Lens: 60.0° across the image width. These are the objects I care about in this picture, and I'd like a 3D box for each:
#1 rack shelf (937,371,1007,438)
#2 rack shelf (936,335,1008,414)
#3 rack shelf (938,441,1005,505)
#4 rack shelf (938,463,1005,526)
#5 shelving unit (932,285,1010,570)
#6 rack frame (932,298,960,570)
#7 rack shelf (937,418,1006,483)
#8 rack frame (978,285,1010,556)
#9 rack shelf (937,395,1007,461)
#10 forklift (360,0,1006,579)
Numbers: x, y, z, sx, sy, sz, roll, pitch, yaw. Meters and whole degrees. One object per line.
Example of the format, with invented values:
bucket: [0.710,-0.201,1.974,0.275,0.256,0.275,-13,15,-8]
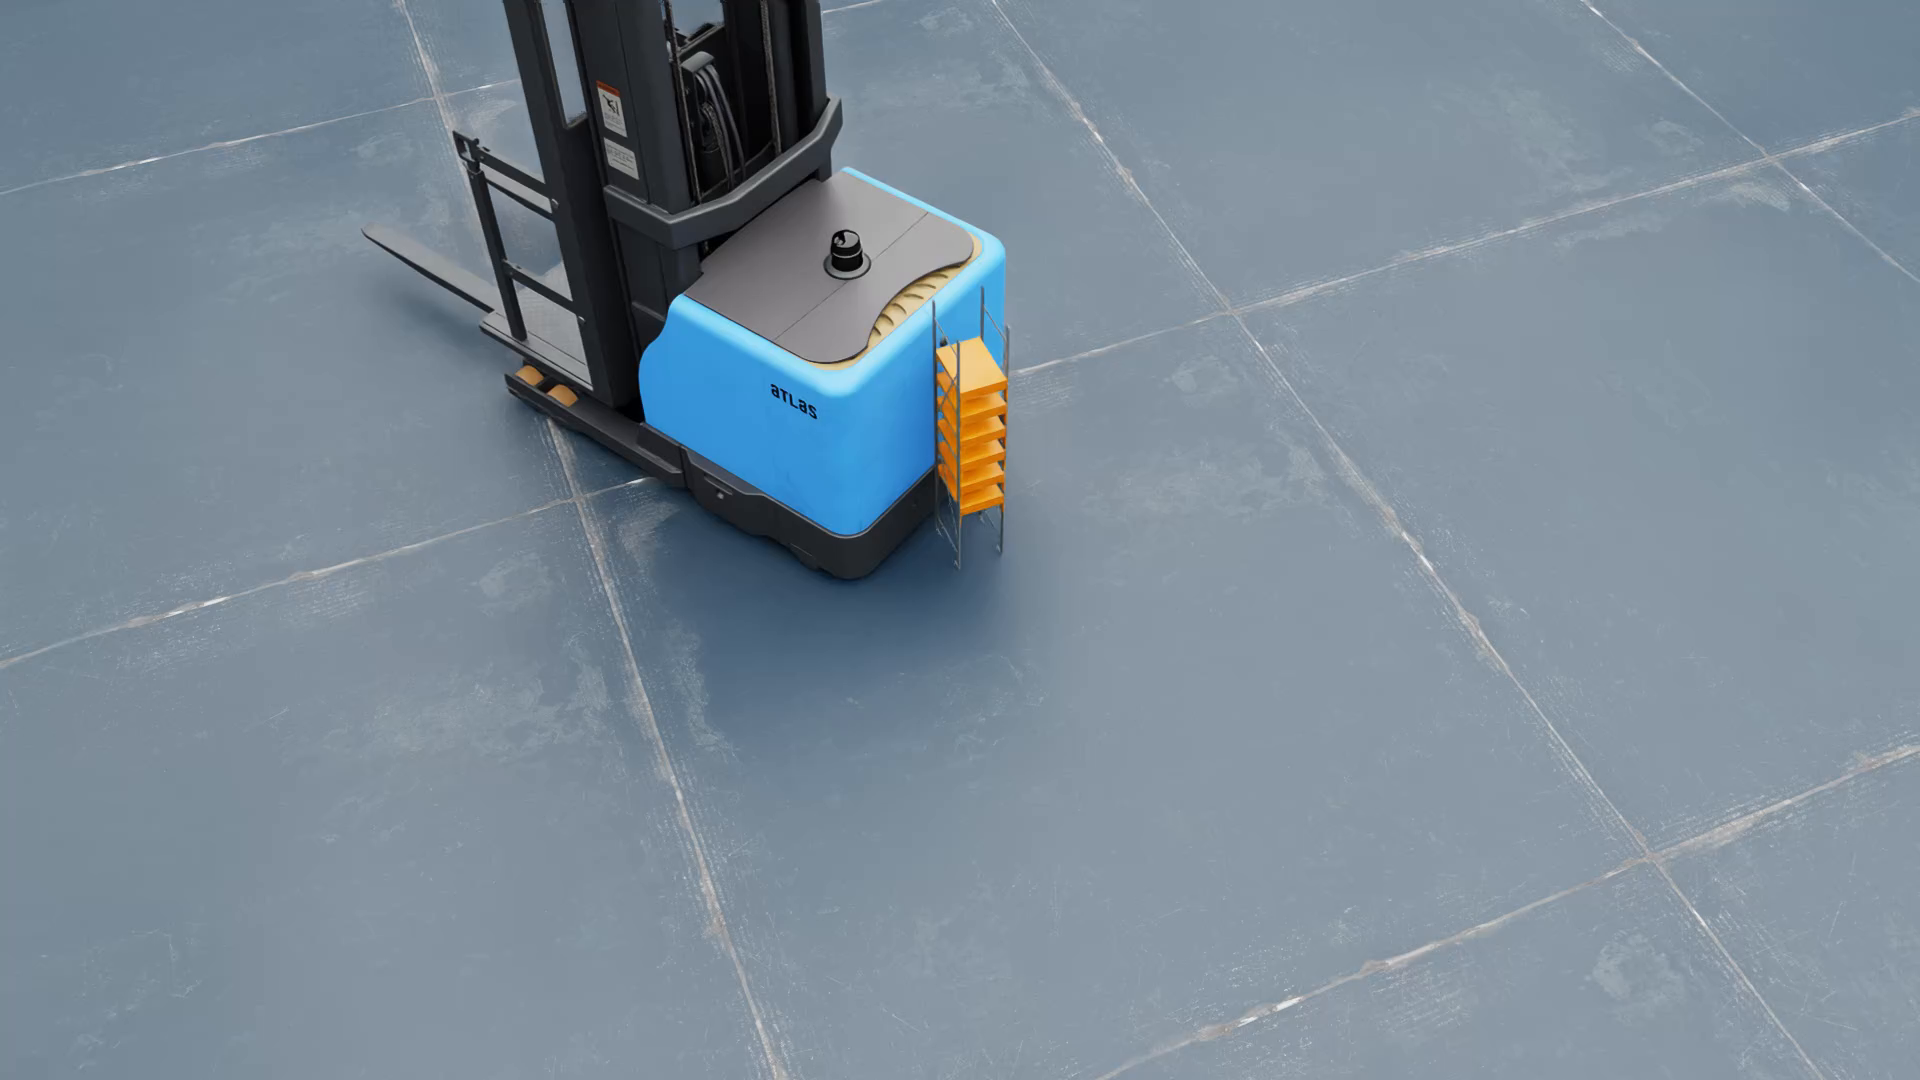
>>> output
rack shelf: [0.036,-0.511,5.980,0.180,0.103,0.258,-18,52,-15]
rack shelf: [0.036,-0.589,5.889,0.180,0.103,0.258,-18,52,-15]
rack shelf: [0.037,-0.277,6.253,0.180,0.103,0.258,-18,52,-15]
rack shelf: [0.037,-0.198,6.344,0.180,0.103,0.258,-18,52,-15]
shelving unit: [0.036,-0.384,6.128,0.189,1.200,0.258,-18,52,-15]
rack frame: [-0.048,-0.357,6.105,0.006,1.200,0.240,-18,52,-15]
rack shelf: [0.036,-0.355,6.162,0.180,0.103,0.258,-18,52,-15]
rack frame: [0.121,-0.411,6.151,0.006,1.200,0.240,-18,52,-15]
rack shelf: [0.036,-0.433,6.071,0.180,0.103,0.258,-18,52,-15]
forklift: [-1.299,-1.734,6.148,3.031,2.935,1.130,30,56,23]
